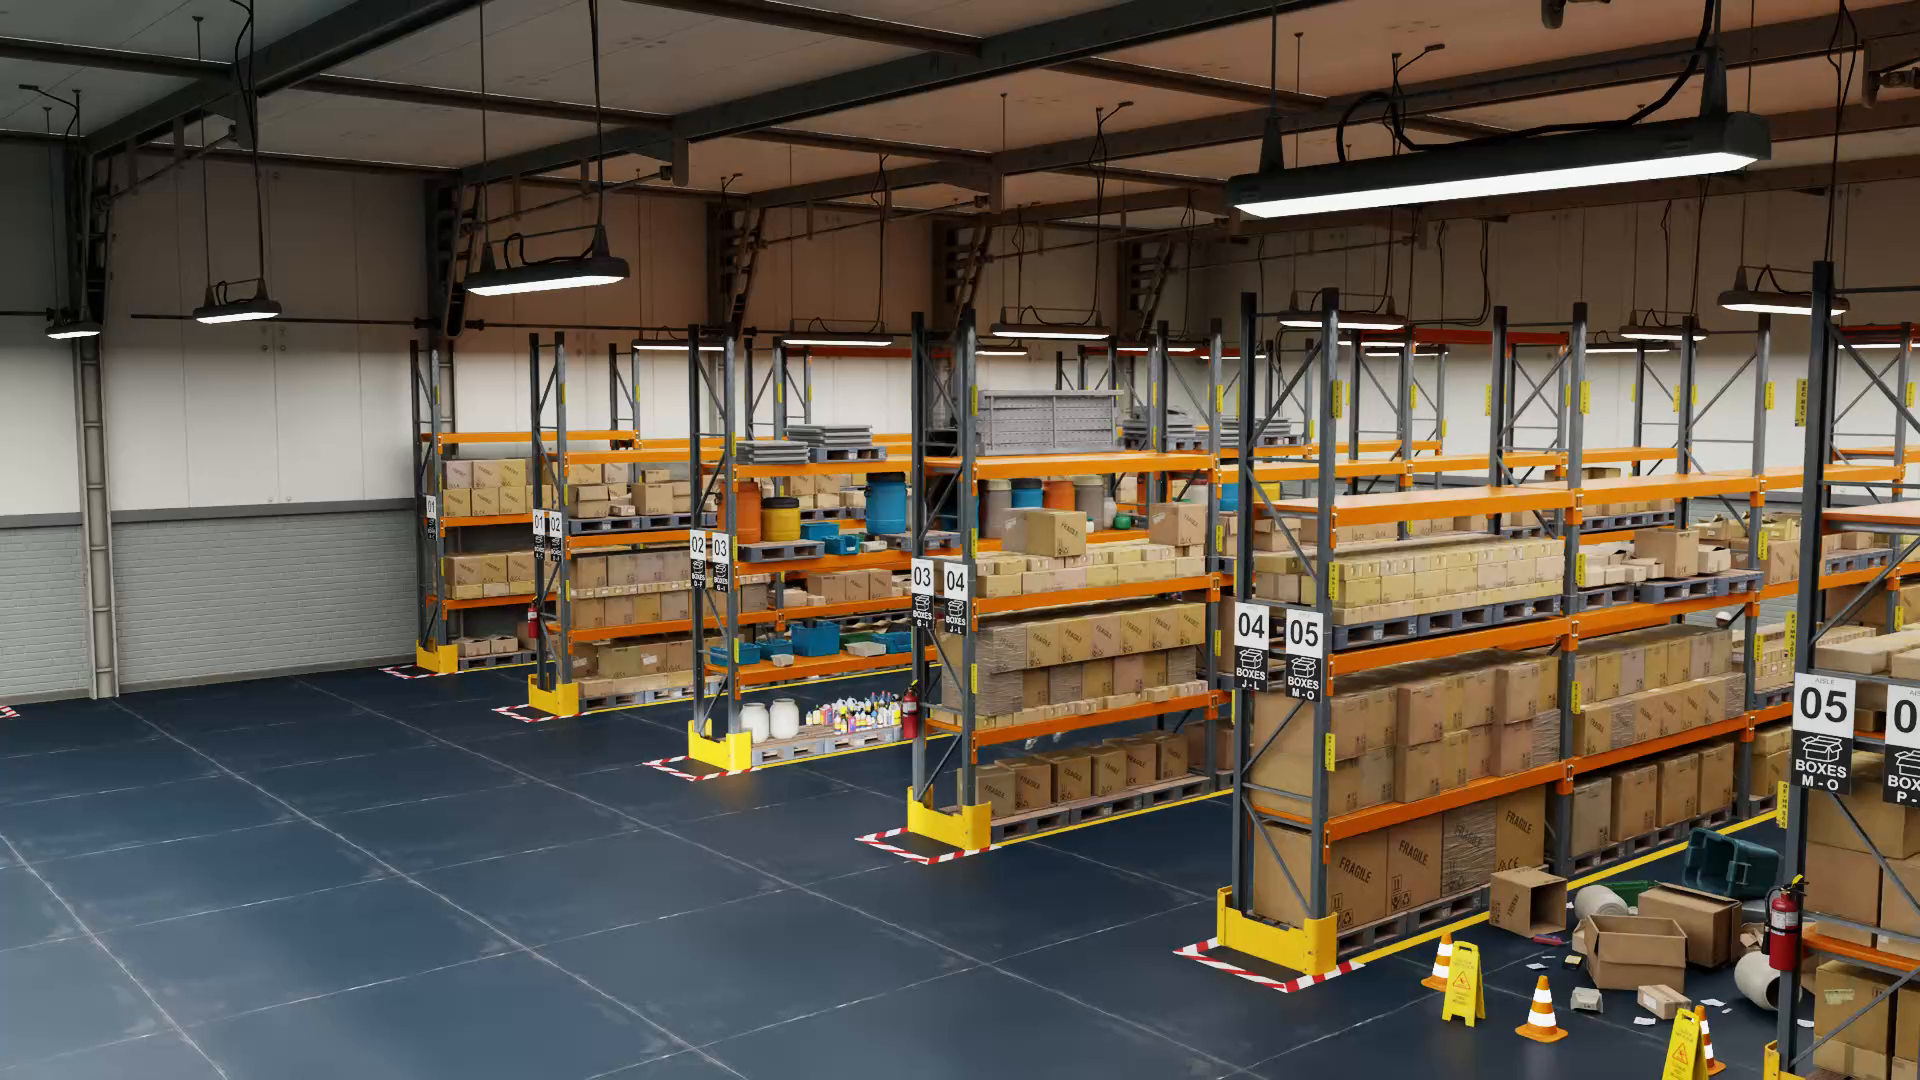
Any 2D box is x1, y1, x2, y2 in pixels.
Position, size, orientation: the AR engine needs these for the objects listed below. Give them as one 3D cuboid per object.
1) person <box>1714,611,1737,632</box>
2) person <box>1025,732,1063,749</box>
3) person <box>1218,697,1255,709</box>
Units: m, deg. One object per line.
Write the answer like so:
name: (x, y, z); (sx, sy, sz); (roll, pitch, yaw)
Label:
person: (11.530, 1.970, 25.117); (0.748, 1.802, 0.687); (-5, 7, -43)
person: (1.138, 1.981, 22.496); (0.520, 1.594, 0.787); (4, 7, 37)
person: (4.161, 1.861, 25.521); (0.940, 1.644, 0.682); (-5, 7, -42)
